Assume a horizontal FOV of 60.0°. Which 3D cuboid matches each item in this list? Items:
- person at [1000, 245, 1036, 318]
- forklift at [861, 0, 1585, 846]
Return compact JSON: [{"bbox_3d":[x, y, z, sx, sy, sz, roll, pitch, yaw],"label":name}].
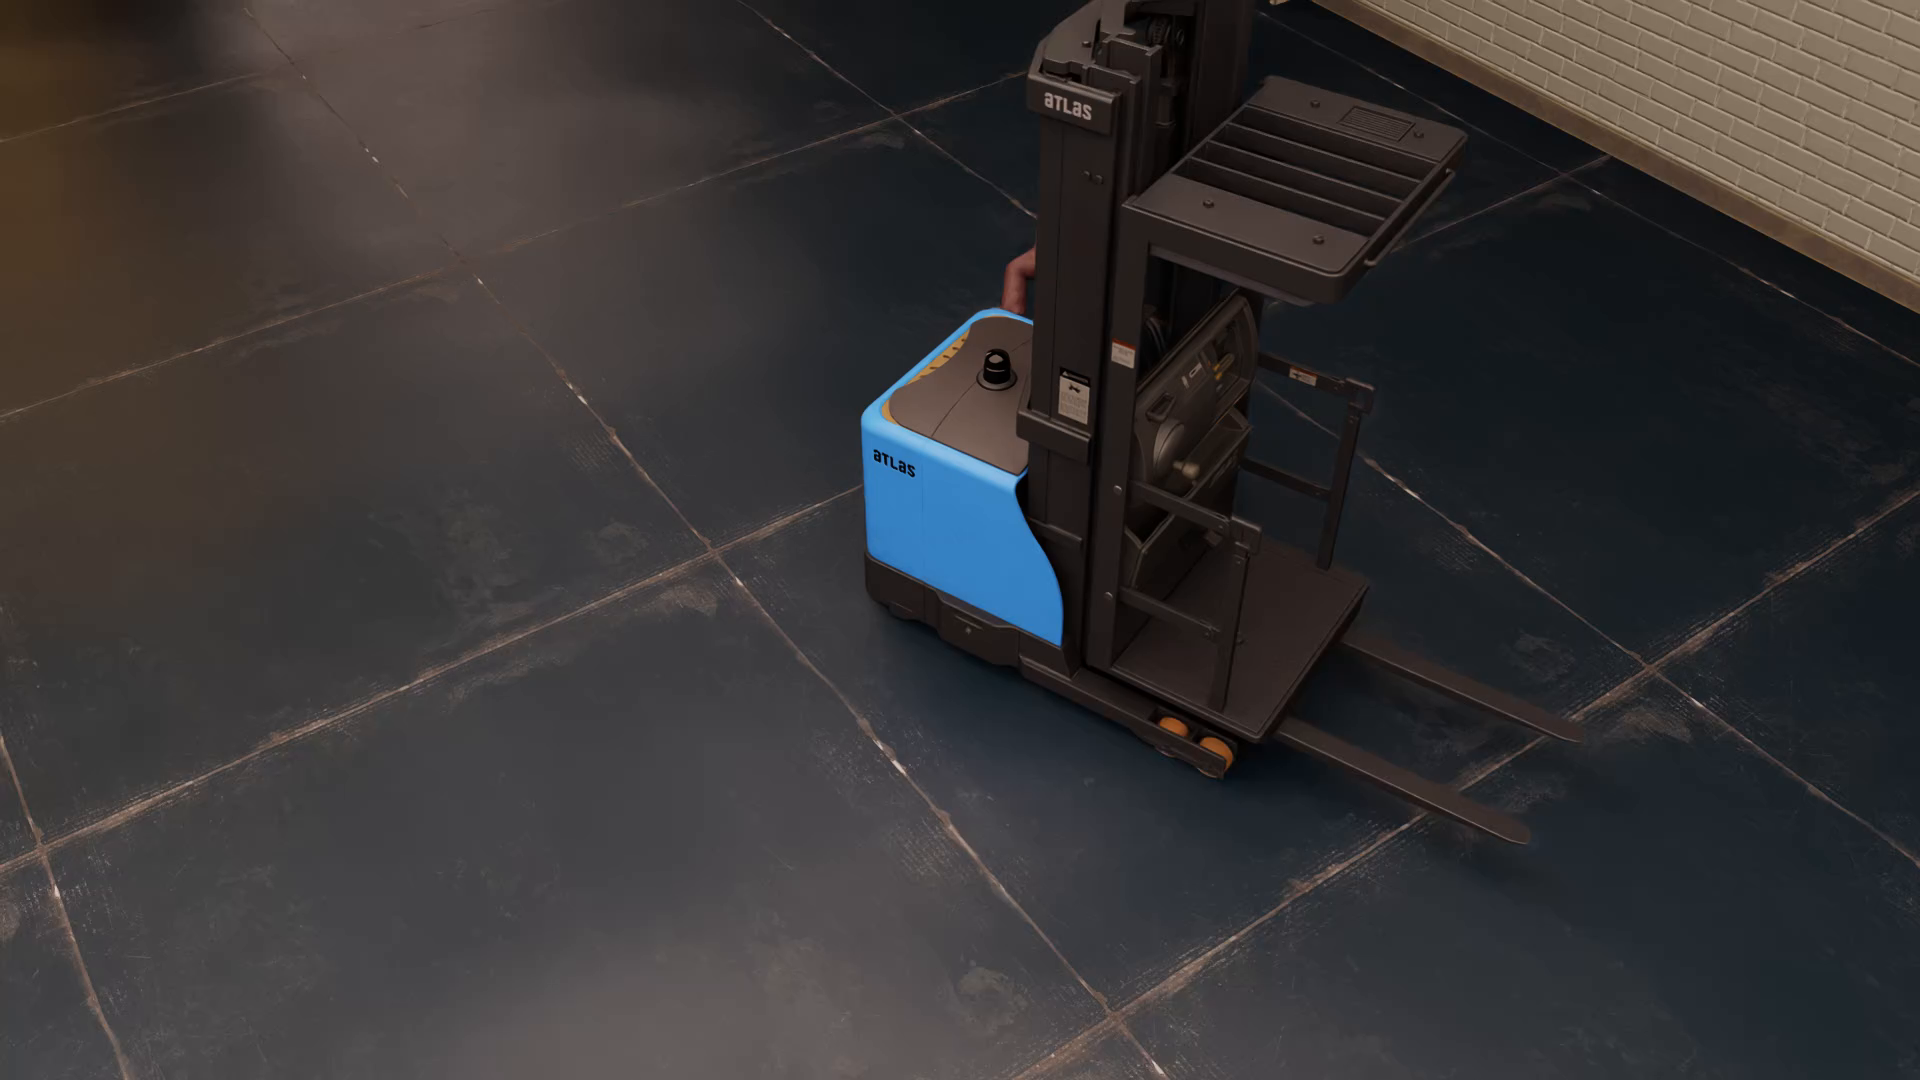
[{"bbox_3d":[0.646,-0.760,7.574,0.944,1.544,0.896,-1,43,-1],"label":"person"},{"bbox_3d":[1.080,-0.519,6.279,3.031,2.935,1.130,25,48,24],"label":"forklift"}]
